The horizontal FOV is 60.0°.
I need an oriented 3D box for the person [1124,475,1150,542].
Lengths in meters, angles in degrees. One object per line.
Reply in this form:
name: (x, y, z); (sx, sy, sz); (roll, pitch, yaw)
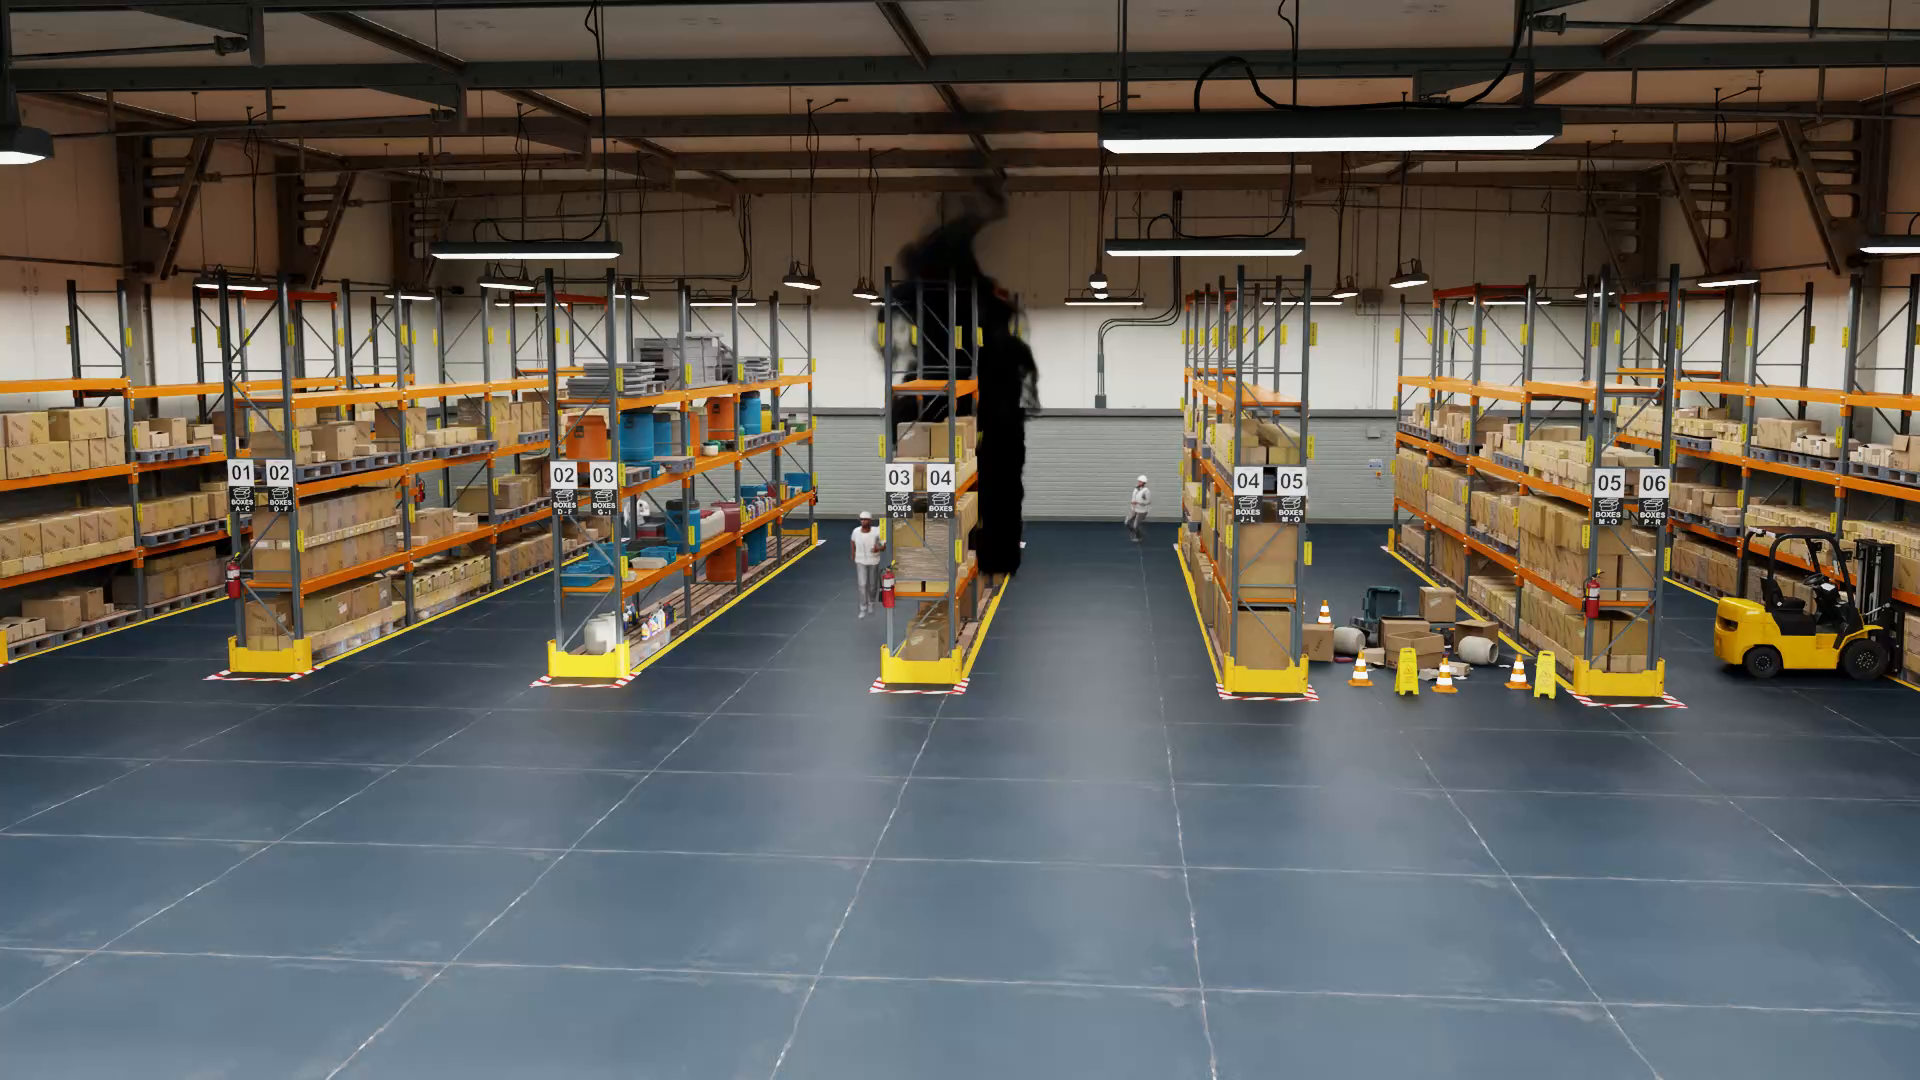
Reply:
person: (4.359, -0.754, 40.438); (0.589, 1.669, 0.759); (-5, 8, -35)

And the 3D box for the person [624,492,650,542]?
person: (-7.133, -0.294, 36.723); (0.581, 1.753, 0.761); (-1, 7, -8)

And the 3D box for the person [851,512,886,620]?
person: (-1.550, 0.411, 28.218); (0.682, 1.804, 0.861); (1, 7, 6)
